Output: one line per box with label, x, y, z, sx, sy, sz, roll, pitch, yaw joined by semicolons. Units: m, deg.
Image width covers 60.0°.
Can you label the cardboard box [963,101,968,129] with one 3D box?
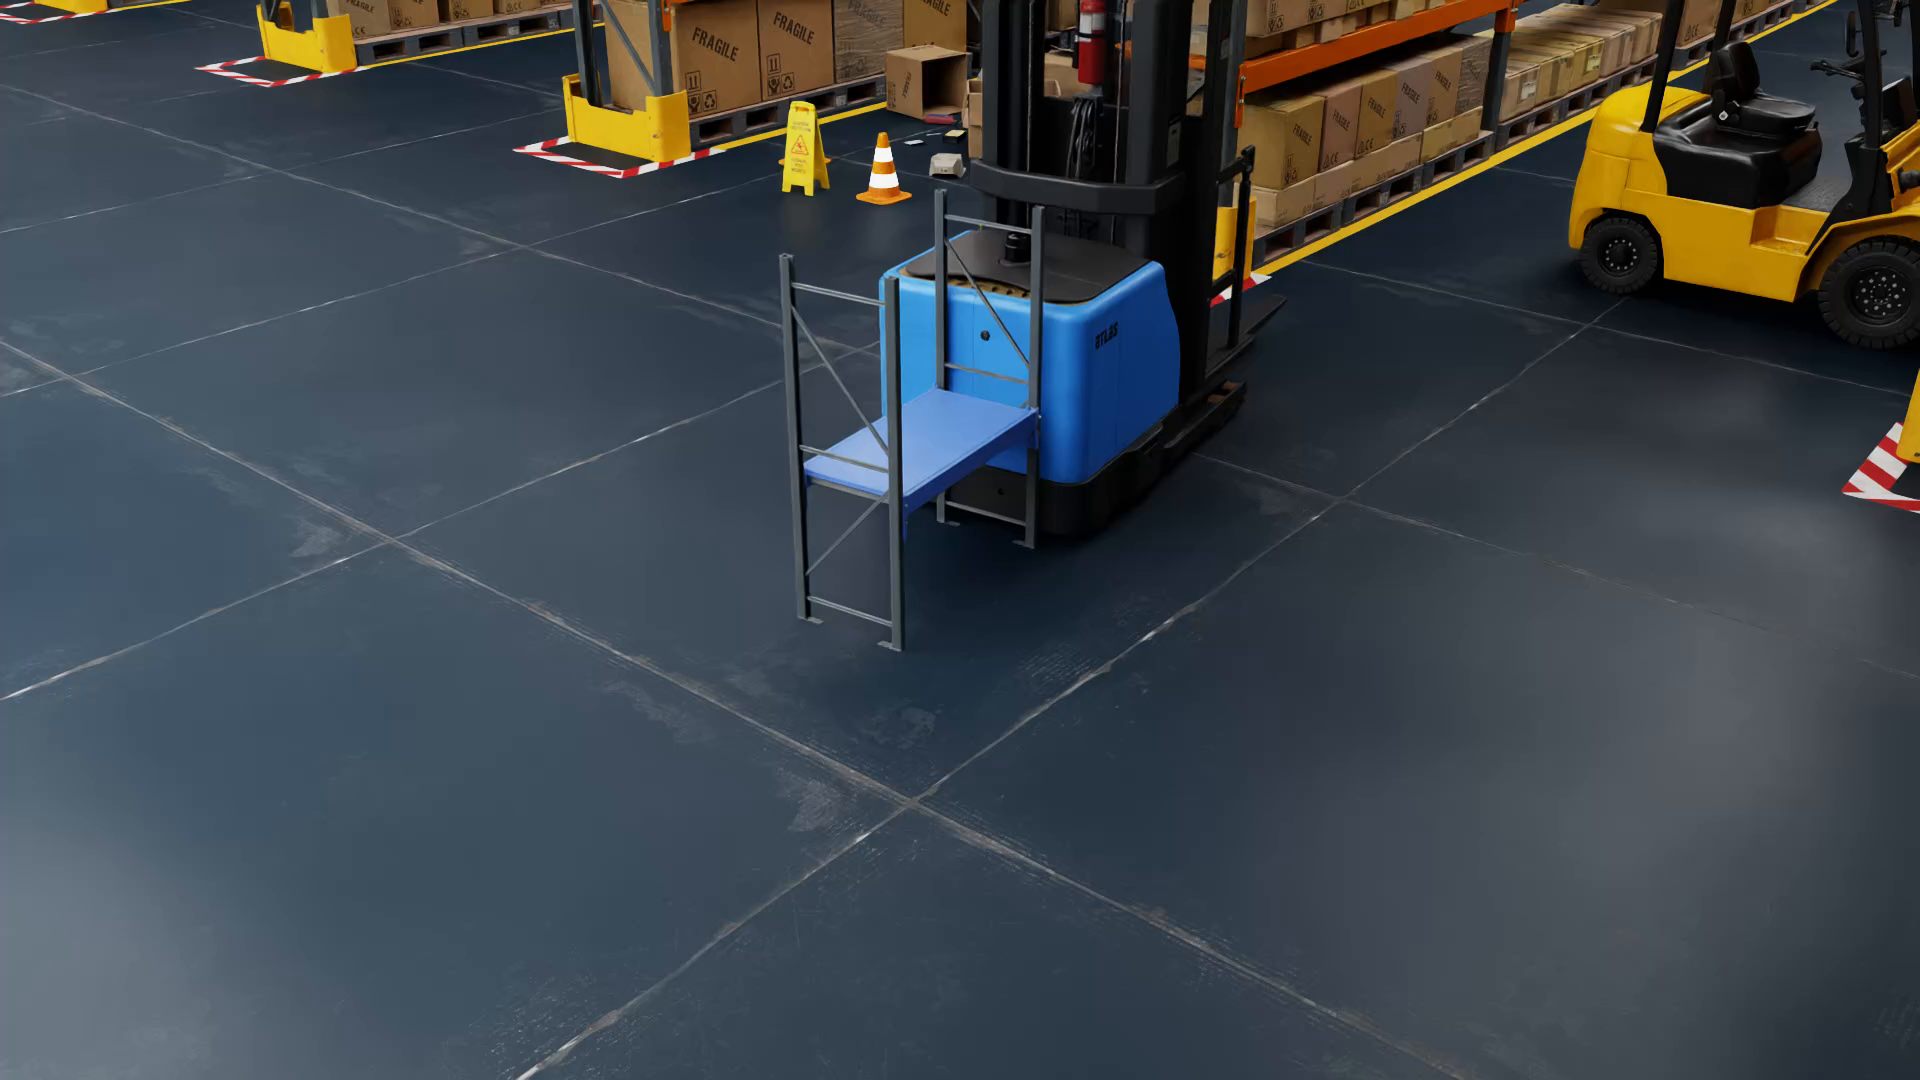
cardboard box;0.233;-3.549;13.821;0.258;0.266;0.396;-21;34;-35

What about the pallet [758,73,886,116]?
pallet;-1.415;-3.991;14.735;1.003;0.211;1.213;21;34;34

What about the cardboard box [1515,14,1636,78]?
cardboard box;5.503;-4.476;15.041;0.950;0.372;0.625;20;33;33

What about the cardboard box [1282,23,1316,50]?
cardboard box;2.002;-3.194;10.433;0.380;0.149;0.250;20;33;33

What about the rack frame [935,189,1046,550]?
rack frame;0.116;-0.691;6.954;0.500;1.500;0.032;16;31;28

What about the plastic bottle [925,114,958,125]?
plastic bottle;-0.142;-3.551;14.048;0.283;0.061;0.133;9;29;17

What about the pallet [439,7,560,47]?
pallet;-5.033;-5.475;17.603;1.003;0.211;1.213;21;34;34

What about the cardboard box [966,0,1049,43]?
cardboard box;0.231;-5.344;16.308;1.050;0.750;0.750;21;34;34

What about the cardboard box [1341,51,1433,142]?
cardboard box;2.974;-3.148;11.790;0.500;0.500;0.500;23;35;37

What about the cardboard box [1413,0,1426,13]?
cardboard box;2.990;-3.742;11.492;0.380;0.149;0.250;20;33;34

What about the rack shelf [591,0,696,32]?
rack shelf;-1.367;-4.882;14.206;1.077;0.370;4.000;21;34;34

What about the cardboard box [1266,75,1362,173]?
cardboard box;2.315;-2.780;11.079;0.500;0.500;0.500;19;33;33

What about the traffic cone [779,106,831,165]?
traffic cone;-1.206;-3.139;12.814;0.336;0.463;0.334;21;34;34

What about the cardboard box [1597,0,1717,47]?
cardboard box;6.837;-5.381;16.243;0.875;0.875;0.875;20;34;34

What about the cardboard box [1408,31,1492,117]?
cardboard box;3.620;-3.510;12.490;0.500;0.500;0.500;20;34;34

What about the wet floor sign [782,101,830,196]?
wet floor sign;-1.130;-2.858;12.072;0.267;0.644;0.232;15;31;26

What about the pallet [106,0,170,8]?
pallet;-9.691;-6.514;19.612;1.003;0.211;1.213;21;34;34

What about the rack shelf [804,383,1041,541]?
rack shelf;-0.156;-0.334;6.655;0.538;0.185;1.000;16;31;28

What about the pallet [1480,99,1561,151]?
pallet;4.283;-3.538;13.859;1.003;0.211;1.213;21;34;34

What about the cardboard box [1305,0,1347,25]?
cardboard box;2.087;-3.530;10.376;0.500;0.500;0.500;22;35;36

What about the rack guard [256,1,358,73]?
rack guard;-6.354;-4.895;16.167;1.175;0.500;0.348;21;34;34

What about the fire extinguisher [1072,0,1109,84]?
fire extinguisher;0.816;-3.141;10.142;0.296;0.674;0.183;21;34;34

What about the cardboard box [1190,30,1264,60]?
cardboard box;1.621;-3.030;10.116;0.380;0.149;0.250;21;34;35

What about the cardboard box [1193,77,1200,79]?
cardboard box;1.883;-2.926;11.361;0.500;0.500;0.500;22;35;36

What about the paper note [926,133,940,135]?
paper note;-0.218;-3.344;13.703;0.123;0.001;0.032;-10;29;-18

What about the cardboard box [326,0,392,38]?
cardboard box;-5.992;-5.271;16.437;0.500;0.500;0.500;-21;34;-35

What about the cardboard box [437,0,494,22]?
cardboard box;-5.225;-5.709;17.285;0.500;0.500;0.500;25;36;39

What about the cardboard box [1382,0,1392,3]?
cardboard box;2.727;-3.893;11.079;0.500;0.500;0.500;20;33;33

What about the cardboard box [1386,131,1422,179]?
cardboard box;2.962;-2.806;11.946;0.500;0.250;0.500;21;34;35

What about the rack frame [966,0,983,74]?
rack frame;-0.095;-5.911;15.411;1.000;3.000;0.127;21;34;34

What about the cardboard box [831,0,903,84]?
cardboard box;-1.119;-4.630;14.791;0.875;0.875;0.875;21;34;35

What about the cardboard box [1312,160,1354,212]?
cardboard box;2.302;-2.431;11.220;0.500;0.250;0.500;22;35;36

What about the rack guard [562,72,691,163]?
rack guard;-2.654;-3.374;13.227;1.175;0.500;0.348;21;34;34

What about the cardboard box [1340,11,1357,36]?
cardboard box;2.337;-3.372;10.777;0.380;0.149;0.250;22;34;36

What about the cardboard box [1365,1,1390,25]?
cardboard box;2.649;-3.568;11.156;0.380;0.149;0.250;20;33;33

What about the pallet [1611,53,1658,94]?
pallet;5.835;-4.403;15.531;1.003;0.211;1.213;21;34;34

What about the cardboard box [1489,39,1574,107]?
cardboard box;4.575;-3.962;14.047;0.950;0.372;0.625;23;35;37

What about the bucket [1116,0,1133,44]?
bucket;1.598;-4.410;14.418;0.620;0.611;0.726;-5;26;-32

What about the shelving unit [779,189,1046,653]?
shelving unit;-0.156;-0.494;6.573;0.538;1.500;1.048;16;31;28

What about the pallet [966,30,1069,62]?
pallet;0.338;-4.968;16.623;1.003;0.211;1.213;21;34;34

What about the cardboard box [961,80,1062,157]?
cardboard box;0.409;-3.336;13.150;0.797;0.503;0.637;0;27;0

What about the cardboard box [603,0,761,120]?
cardboard box;-2.259;-3.995;13.563;0.875;0.875;0.875;21;34;35

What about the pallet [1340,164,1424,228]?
pallet;2.613;-2.578;12.004;1.003;0.211;1.213;21;34;34

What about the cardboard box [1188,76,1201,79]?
cardboard box;1.735;-3.178;11.142;0.380;0.149;0.250;22;35;36

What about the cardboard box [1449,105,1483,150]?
cardboard box;3.620;-3.177;12.662;0.500;0.250;0.500;23;35;37

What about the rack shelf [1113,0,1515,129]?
rack shelf;2.517;-3.471;11.478;1.077;0.370;4.000;21;34;34

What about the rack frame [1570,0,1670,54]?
rack frame;6.333;-5.918;15.425;1.000;3.000;0.127;21;34;34

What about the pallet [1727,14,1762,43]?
pallet;7.669;-5.368;17.396;1.003;0.211;1.213;21;34;34

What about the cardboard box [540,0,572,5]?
cardboard box;-4.502;-6.137;18.112;0.500;0.500;0.500;-16;31;-28

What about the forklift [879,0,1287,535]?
forklift;0.808;-1.961;7.851;1.130;2.935;3.031;15;31;26

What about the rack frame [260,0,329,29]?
rack frame;-6.402;-5.978;15.541;1.000;3.000;0.127;21;34;34

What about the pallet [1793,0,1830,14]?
pallet;9.422;-6.344;19.284;1.003;0.211;1.213;21;34;34

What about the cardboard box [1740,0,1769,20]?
cardboard box;7.976;-6.013;17.465;0.875;0.875;0.875;22;35;36
